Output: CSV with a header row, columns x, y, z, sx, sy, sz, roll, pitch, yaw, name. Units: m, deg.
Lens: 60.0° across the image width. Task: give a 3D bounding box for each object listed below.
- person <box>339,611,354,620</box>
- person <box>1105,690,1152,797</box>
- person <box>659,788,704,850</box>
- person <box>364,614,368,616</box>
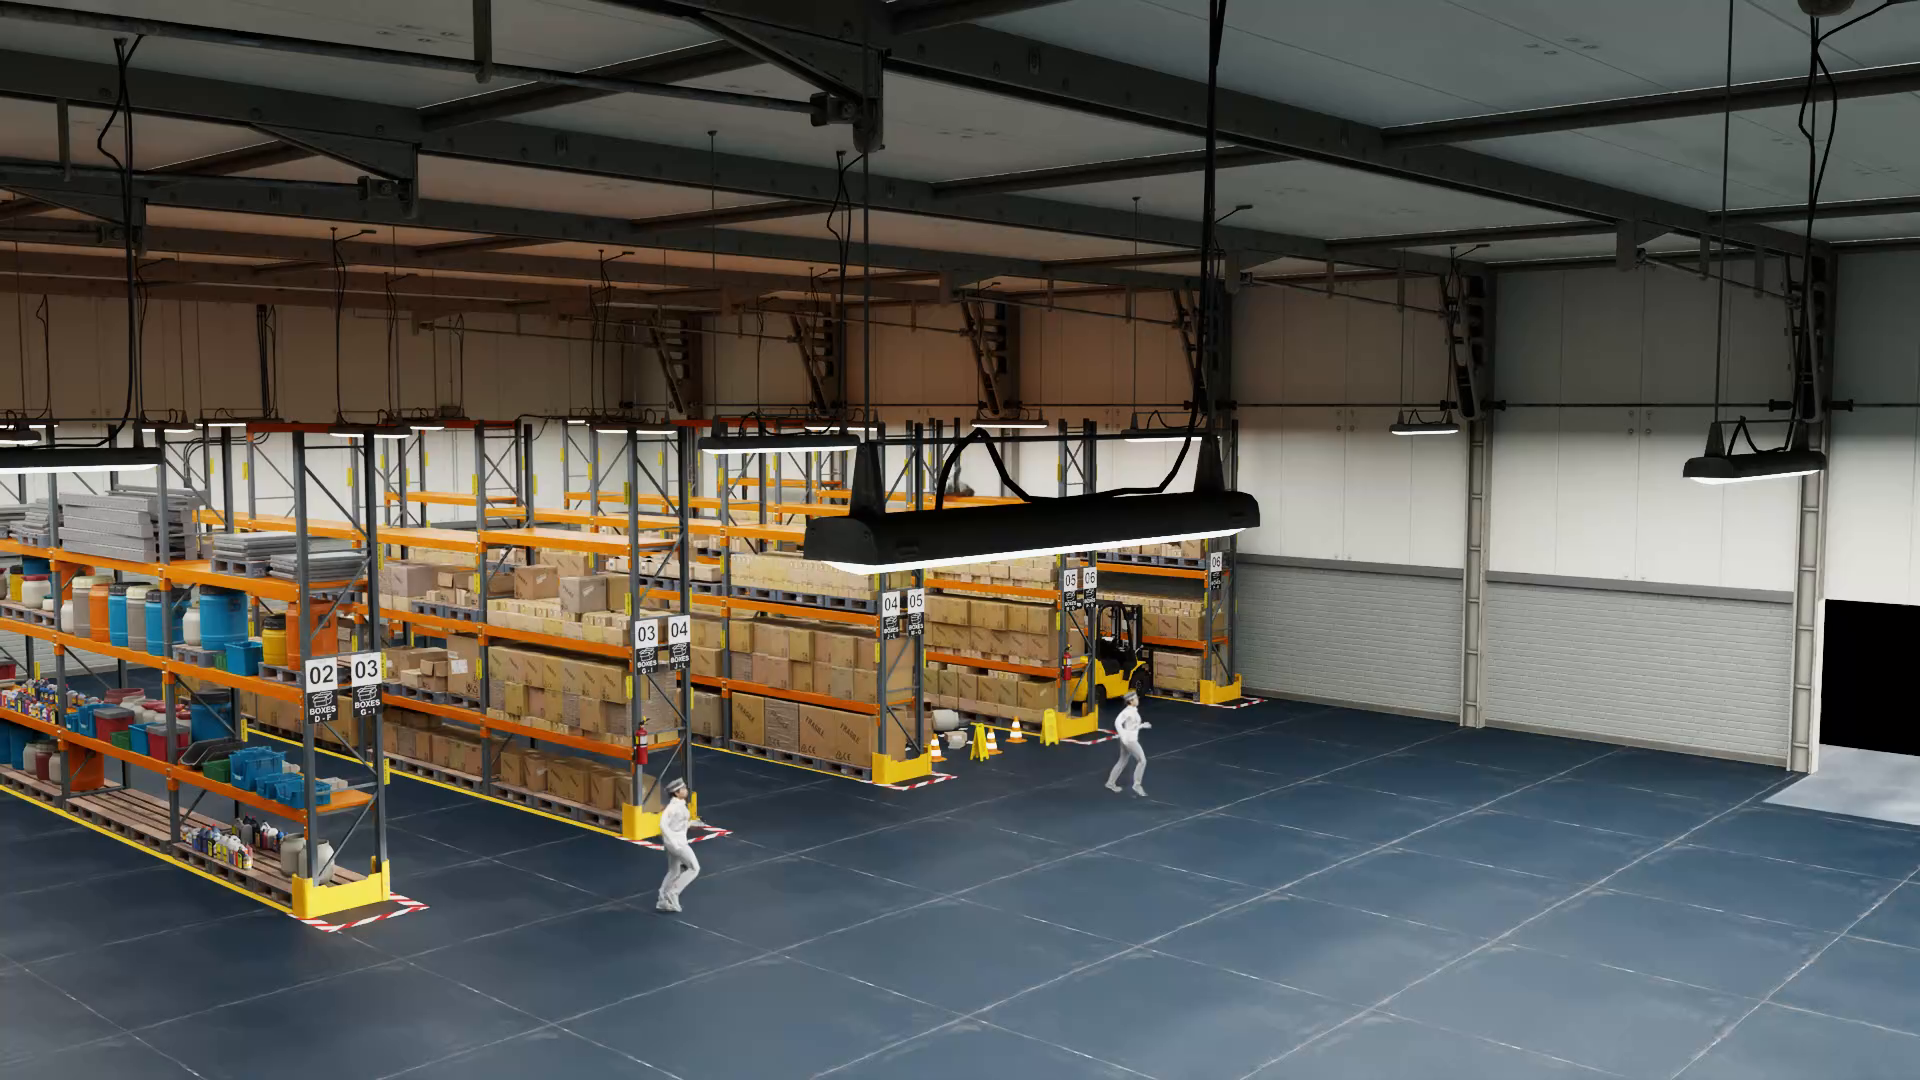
x,y,z,sx,sy,sz,roll,pitch,yaw,name
-14.448,2.328,38.765,0.749,1.705,0.682,4,6,40,person
2.733,3.290,26.953,0.754,1.736,0.597,0,5,0,person
-3.452,3.416,20.782,0.522,0.828,0.589,-1,5,-15,person
-14.253,2.321,39.411,0.551,1.601,0.782,3,6,33,person
